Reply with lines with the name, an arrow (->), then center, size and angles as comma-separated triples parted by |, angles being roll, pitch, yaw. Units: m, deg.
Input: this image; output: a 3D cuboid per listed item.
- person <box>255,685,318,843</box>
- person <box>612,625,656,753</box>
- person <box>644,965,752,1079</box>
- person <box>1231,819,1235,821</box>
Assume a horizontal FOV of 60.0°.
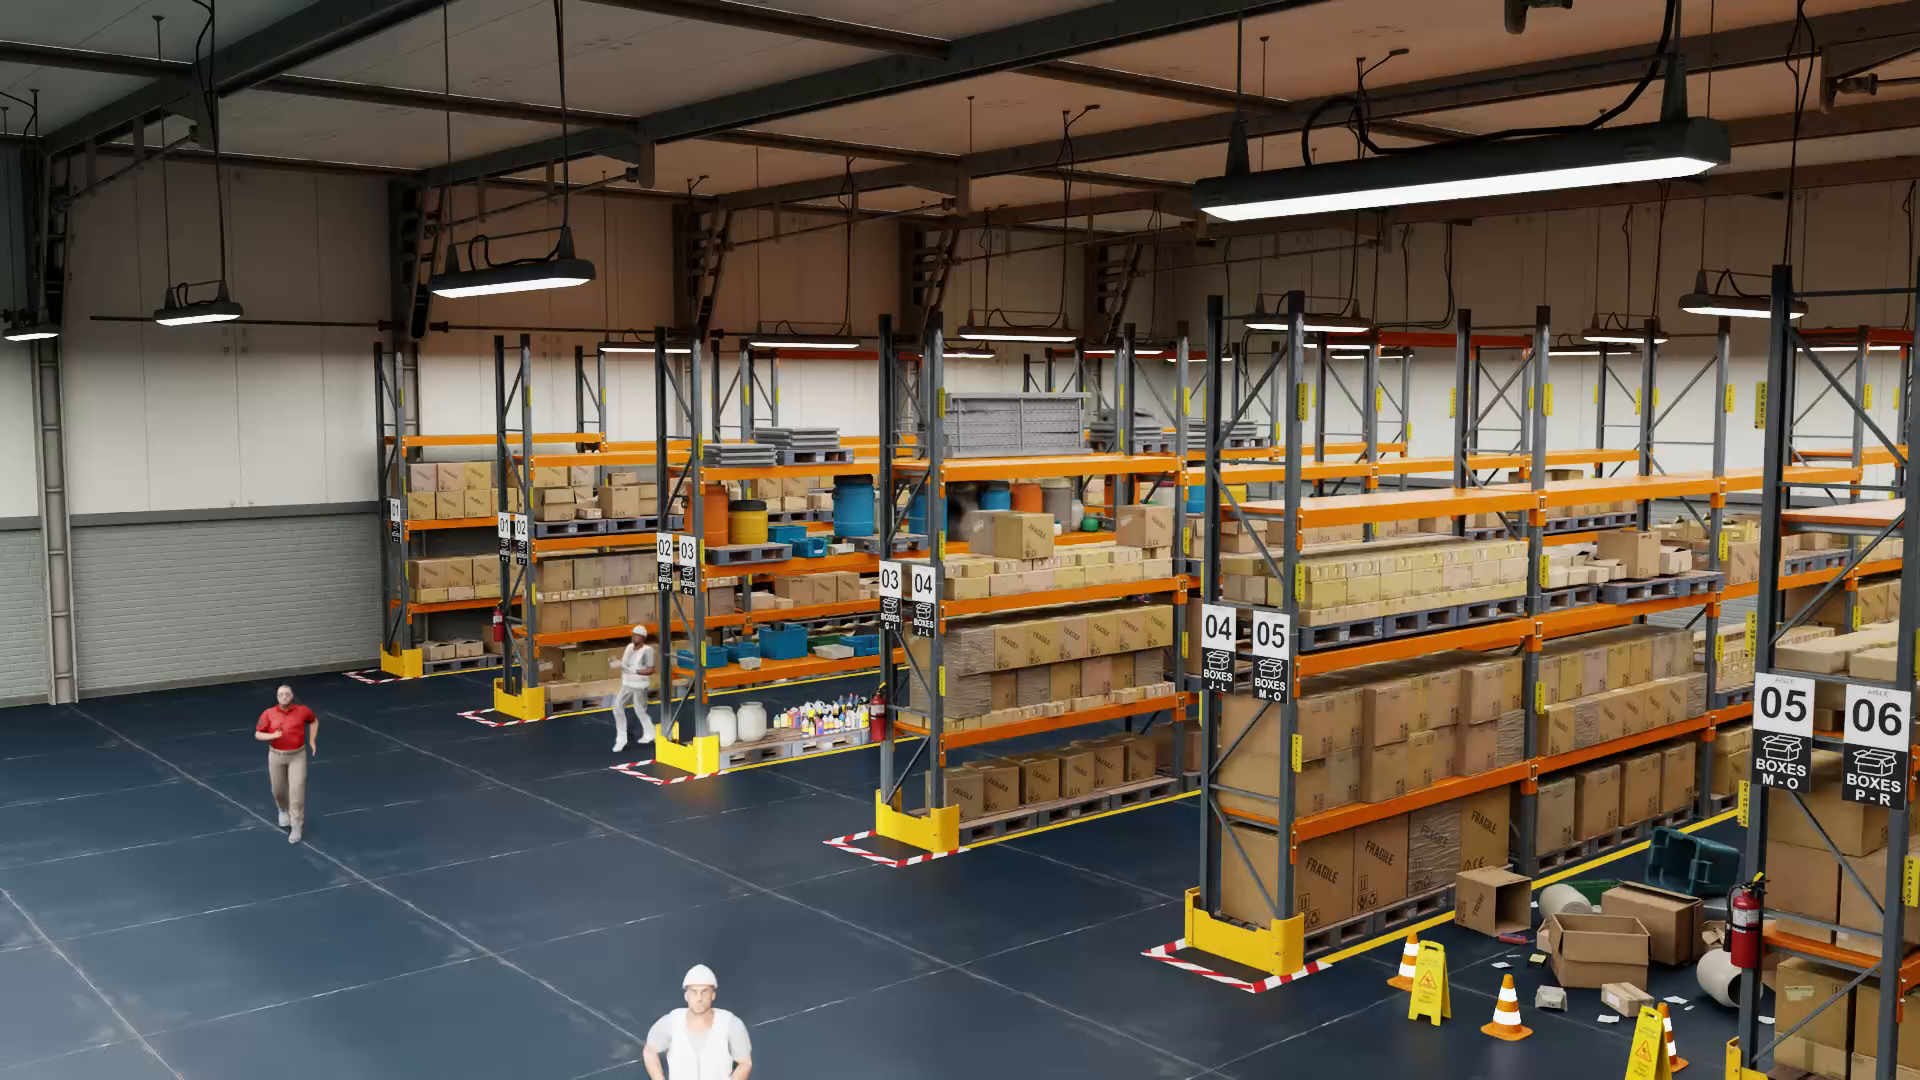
person -> -7.770, 2.537, 19.212 | 0.656, 1.736, 0.964 | -2, 5, -17
person -> -4.613, 2.121, 23.798 | 0.661, 1.818, 0.712 | 3, 6, 31
person -> -1.541, 3.391, 9.797 | 0.644, 1.741, 0.581 | -1, 5, -9
person -> 3.078, 2.698, 17.798 | 0.834, 1.669, 0.590 | -4, 6, -36
